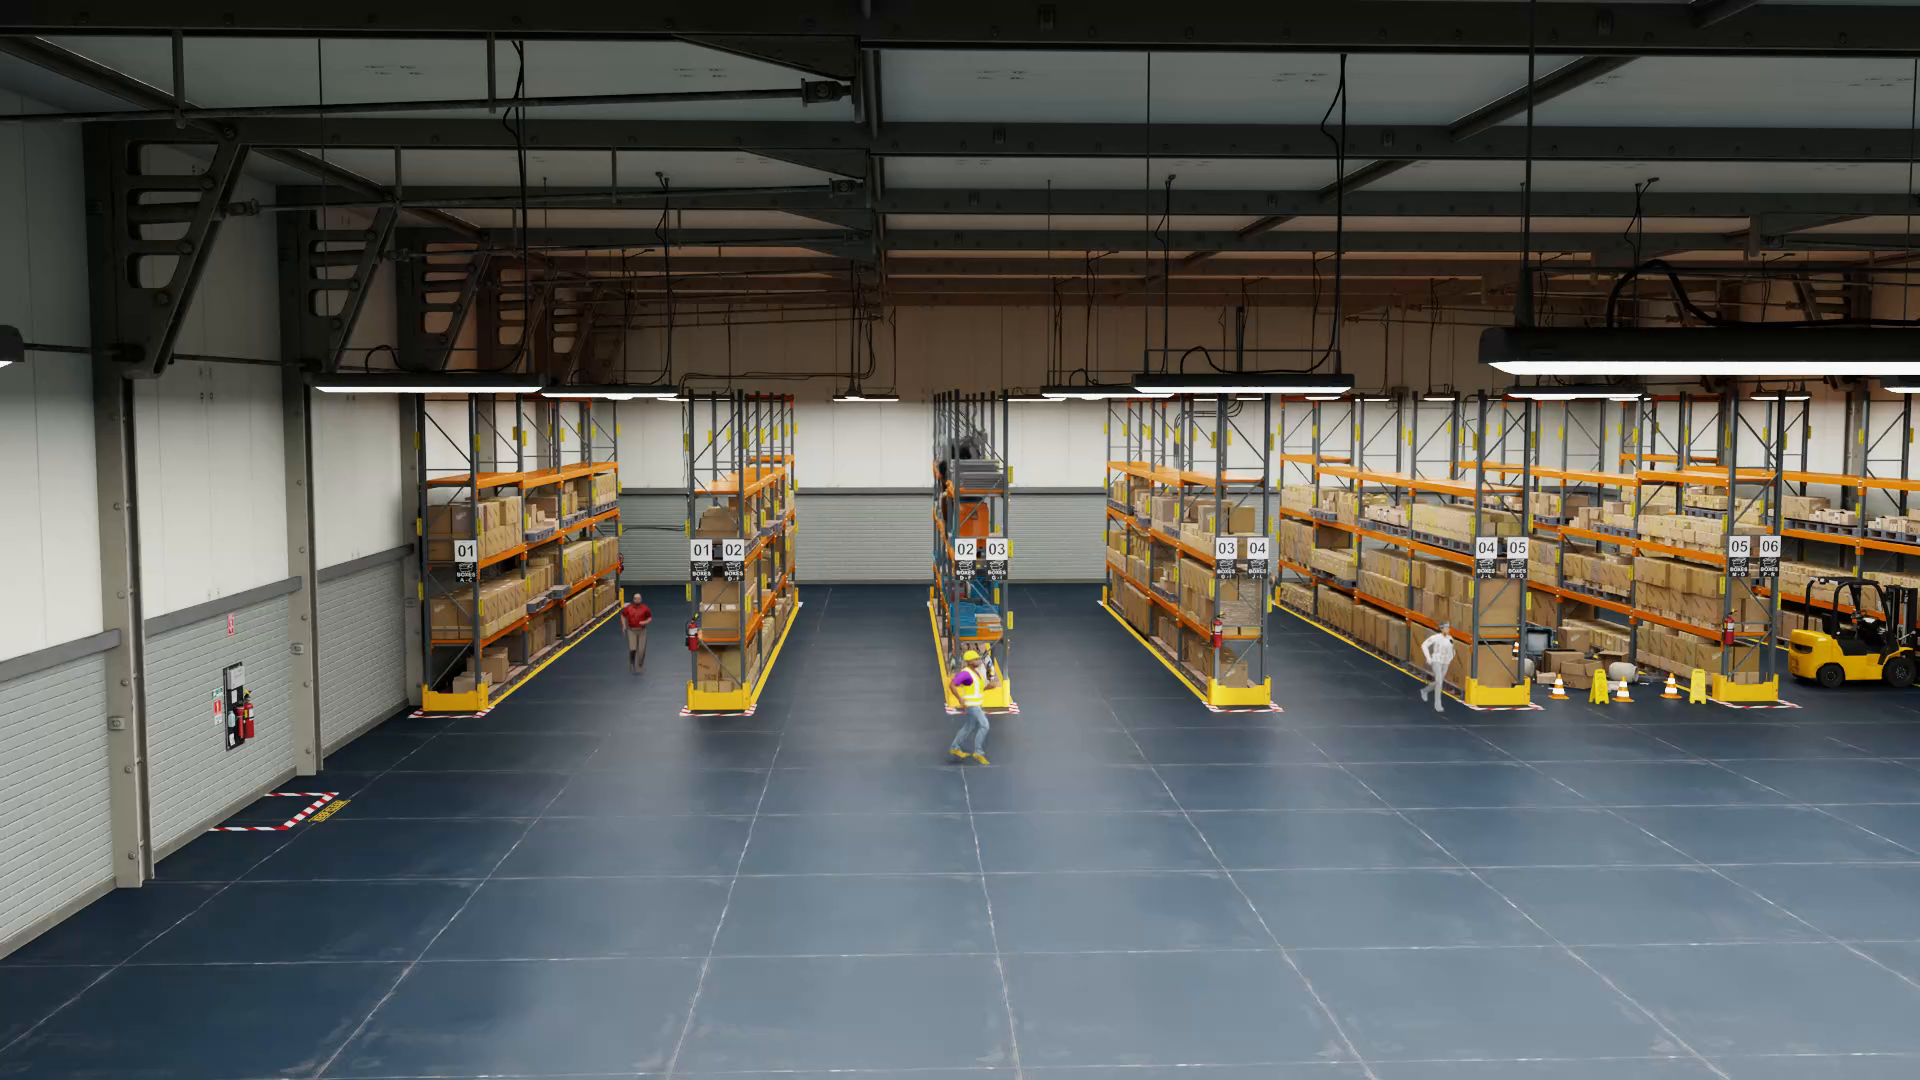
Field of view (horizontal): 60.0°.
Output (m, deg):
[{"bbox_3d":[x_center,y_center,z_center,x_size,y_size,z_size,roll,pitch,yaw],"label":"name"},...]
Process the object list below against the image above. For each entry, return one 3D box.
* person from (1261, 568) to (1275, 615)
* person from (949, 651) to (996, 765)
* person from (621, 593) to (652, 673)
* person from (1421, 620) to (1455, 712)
[{"bbox_3d":[8.058,1.318,44.021,0.574,1.649,0.668,0,5,5],"label":"person"},{"bbox_3d":[0.199,2.675,26.572,0.766,1.828,0.669,1,5,13],"label":"person"},{"bbox_3d":[-6.860,1.988,35.329,0.647,1.698,0.659,-1,5,-13],"label":"person"},{"bbox_3d":[9.057,2.352,31.427,0.657,1.690,0.822,-2,5,-21],"label":"person"}]
